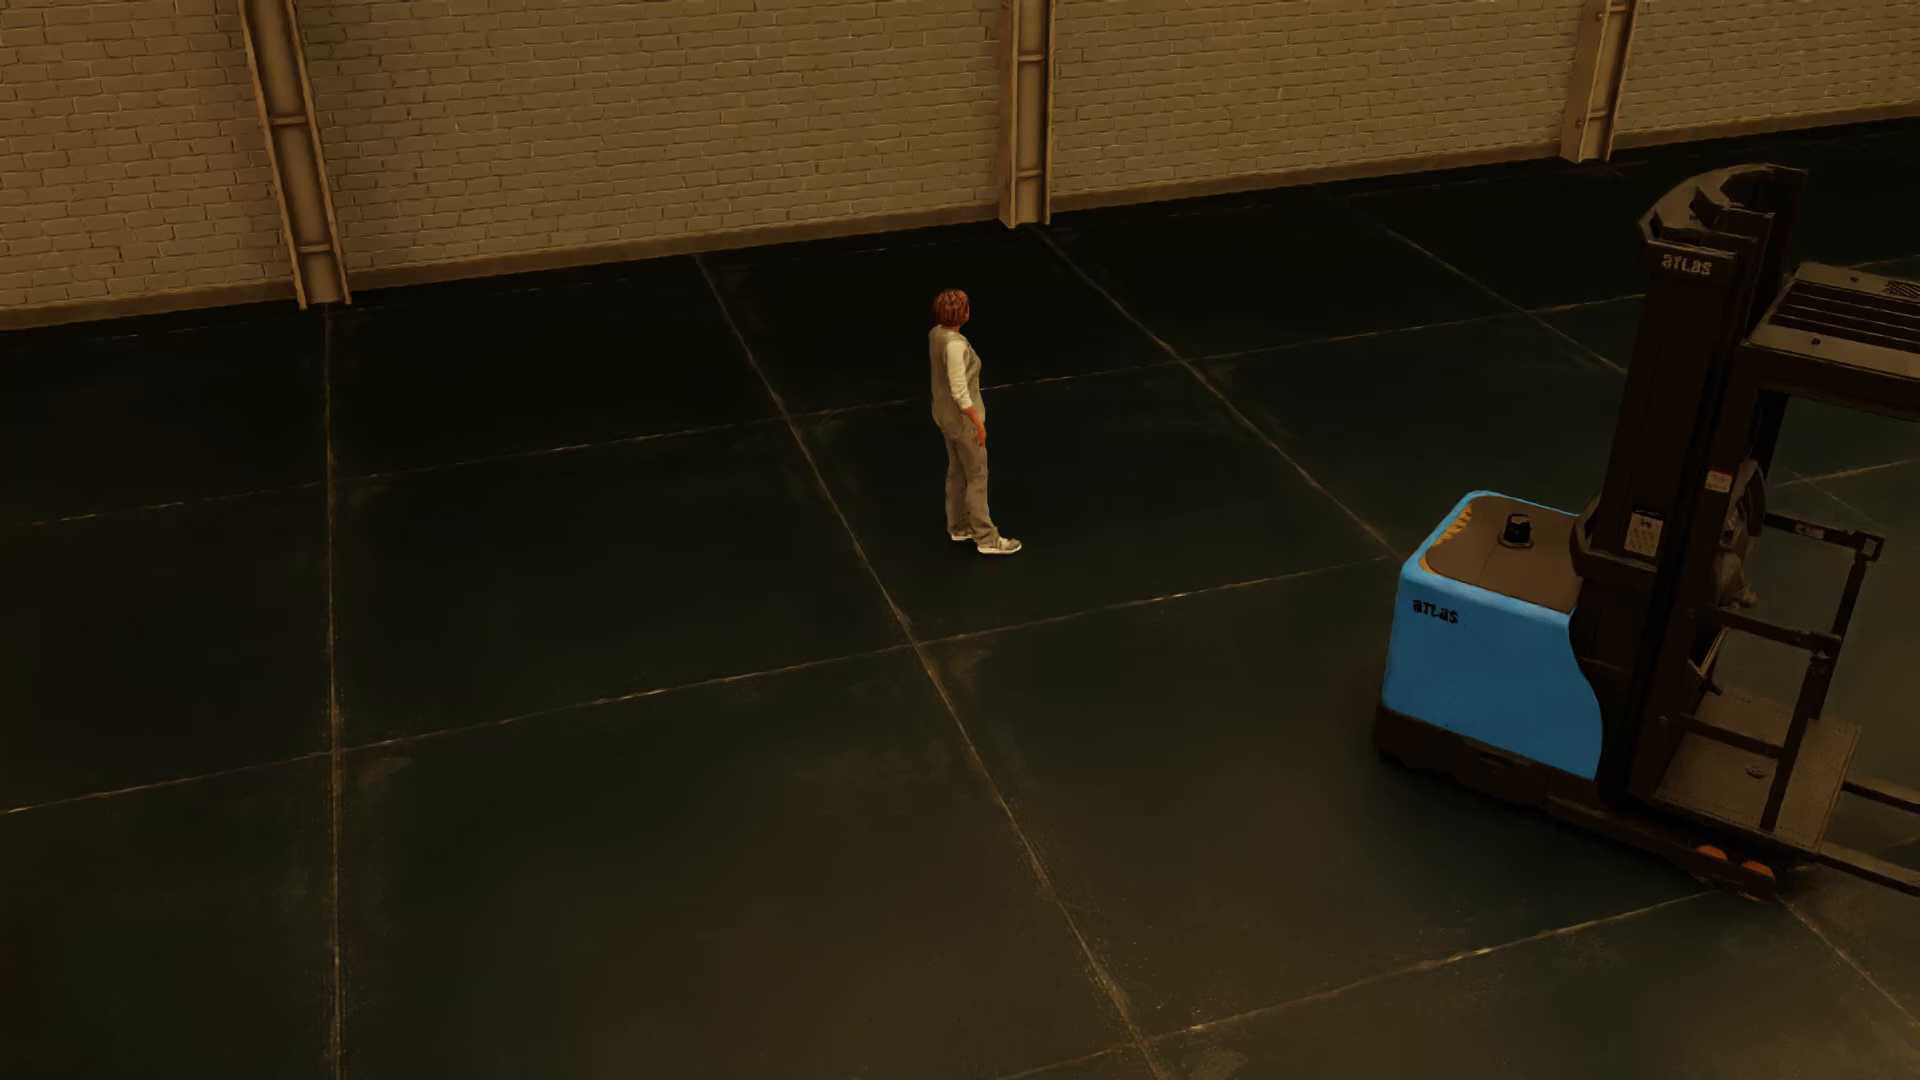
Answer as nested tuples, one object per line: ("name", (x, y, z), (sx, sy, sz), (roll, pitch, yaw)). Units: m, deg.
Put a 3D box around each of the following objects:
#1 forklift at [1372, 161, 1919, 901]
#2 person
("forklift", (3.528, 0.004, 7.080), (3.031, 2.935, 1.130), (19, 35, 29))
("person", (0.075, -0.704, 9.633), (0.474, 1.597, 0.521), (-10, 31, -16))
